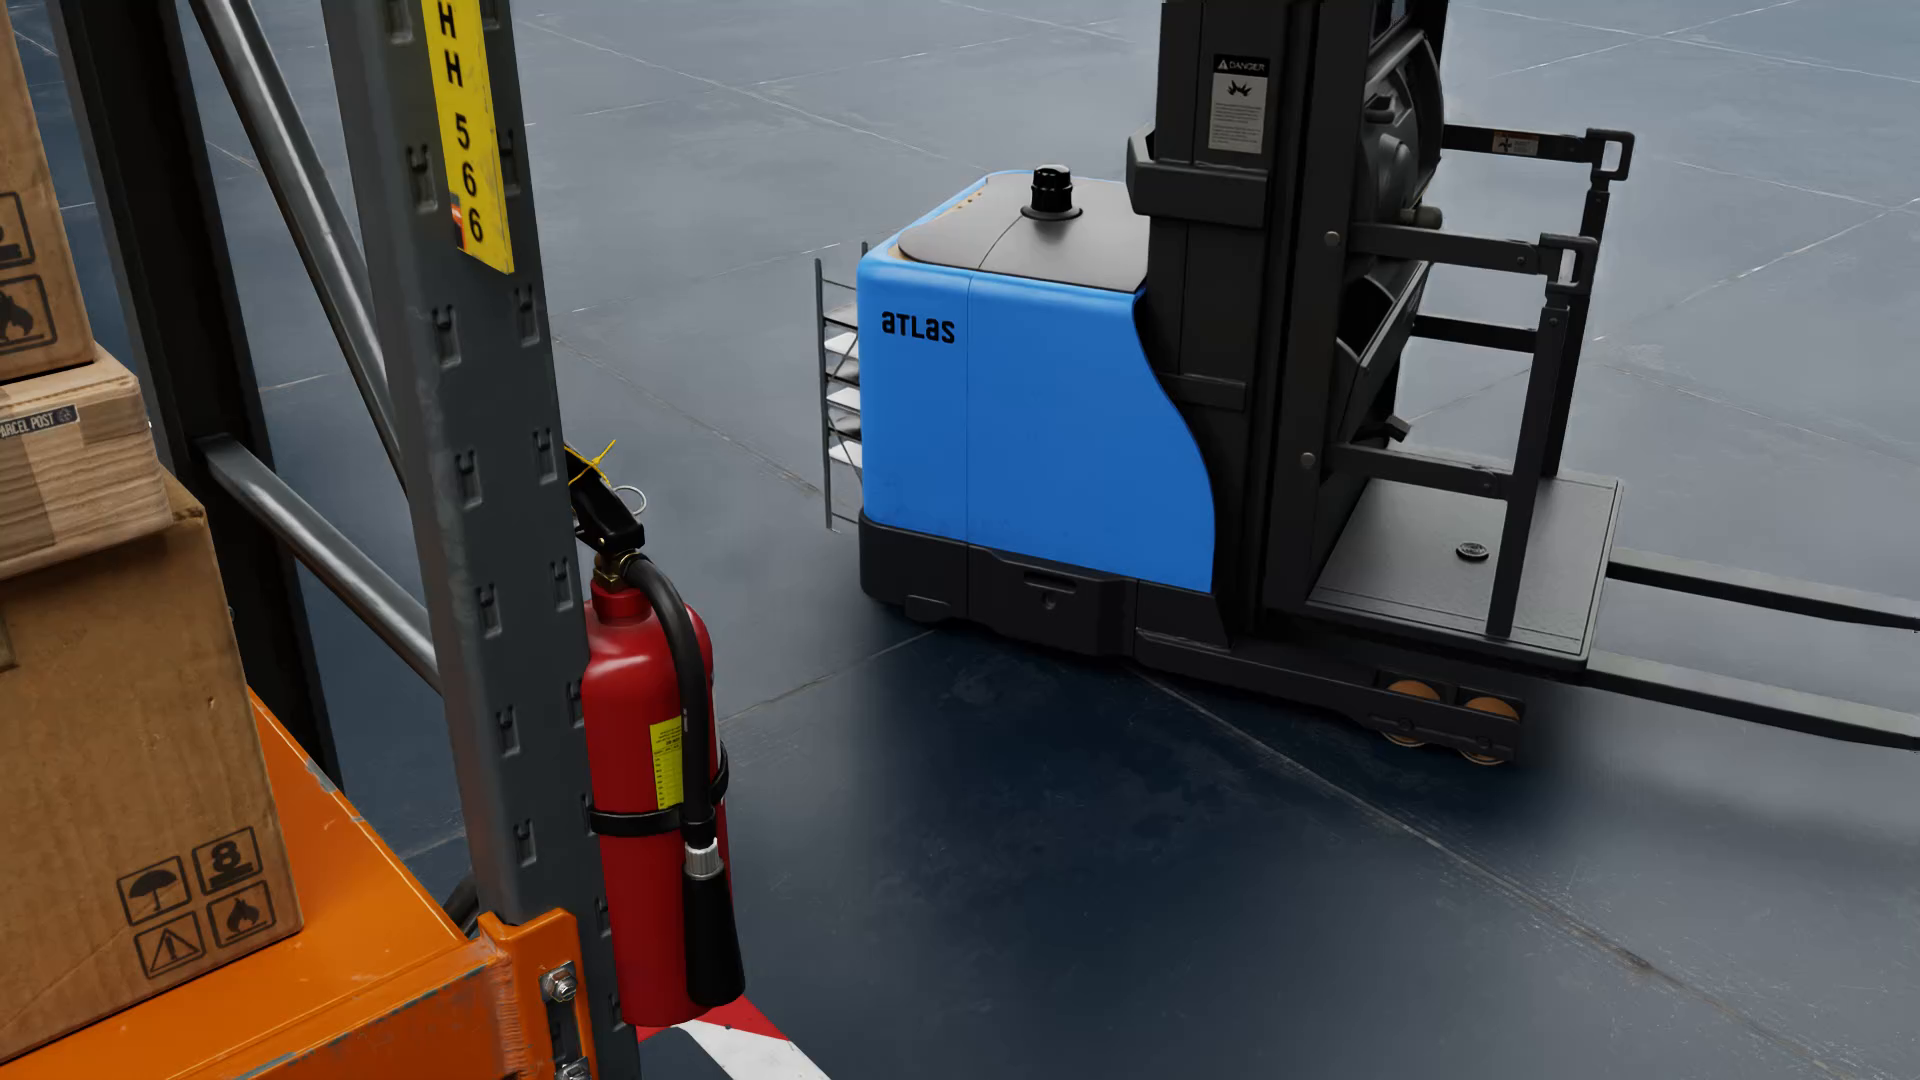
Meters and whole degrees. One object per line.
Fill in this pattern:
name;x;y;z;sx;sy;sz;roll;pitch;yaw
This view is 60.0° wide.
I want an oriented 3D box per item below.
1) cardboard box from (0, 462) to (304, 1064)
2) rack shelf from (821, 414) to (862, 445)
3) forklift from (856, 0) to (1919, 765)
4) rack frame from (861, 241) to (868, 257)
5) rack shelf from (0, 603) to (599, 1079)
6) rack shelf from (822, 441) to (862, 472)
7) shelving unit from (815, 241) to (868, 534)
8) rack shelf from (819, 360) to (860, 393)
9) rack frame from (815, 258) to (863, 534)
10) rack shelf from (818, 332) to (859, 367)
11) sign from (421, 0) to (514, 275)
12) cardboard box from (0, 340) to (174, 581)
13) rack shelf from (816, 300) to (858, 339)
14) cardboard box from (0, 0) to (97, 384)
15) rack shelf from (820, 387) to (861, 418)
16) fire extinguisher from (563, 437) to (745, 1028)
cardboard box;-1.095;0.138;1.703;0.500;0.500;0.700;-22;35;-35
rack shelf;-0.269;-0.326;5.167;0.258;0.077;0.200;21;35;34
forklift;1.273;-1.012;4.033;3.031;2.935;1.130;12;30;21
rack frame;-0.204;-0.472;5.178;0.240;0.900;0.006;21;35;34
rack shelf;-2.253;0.973;1.010;4.000;0.370;1.077;-22;35;-35
rack shelf;-0.269;-0.246;5.209;0.258;0.077;0.200;21;35;34
shelving unit;-0.269;-0.435;5.108;0.258;0.900;0.210;21;35;34
rack shelf;-0.269;-0.485;5.082;0.258;0.077;0.200;21;35;34
rack frame;-0.333;-0.398;5.039;0.240;0.900;0.006;21;35;34
rack shelf;-0.269;-0.564;5.039;0.258;0.077;0.200;21;35;34
sign;-0.390;-0.373;1.285;0.005;0.325;0.100;-22;35;-35
cardboard box;-0.899;-0.101;1.463;0.250;0.149;0.380;-23;35;-36
rack shelf;-0.269;-0.643;4.997;0.258;0.077;0.200;21;35;34
cardboard box;-1.135;-0.418;1.367;0.500;0.500;0.700;-22;35;-35
rack shelf;-0.269;-0.405;5.124;0.258;0.077;0.200;21;35;34
fire extinguisher;-0.340;0.208;1.760;0.183;0.674;0.296;-22;35;-35
